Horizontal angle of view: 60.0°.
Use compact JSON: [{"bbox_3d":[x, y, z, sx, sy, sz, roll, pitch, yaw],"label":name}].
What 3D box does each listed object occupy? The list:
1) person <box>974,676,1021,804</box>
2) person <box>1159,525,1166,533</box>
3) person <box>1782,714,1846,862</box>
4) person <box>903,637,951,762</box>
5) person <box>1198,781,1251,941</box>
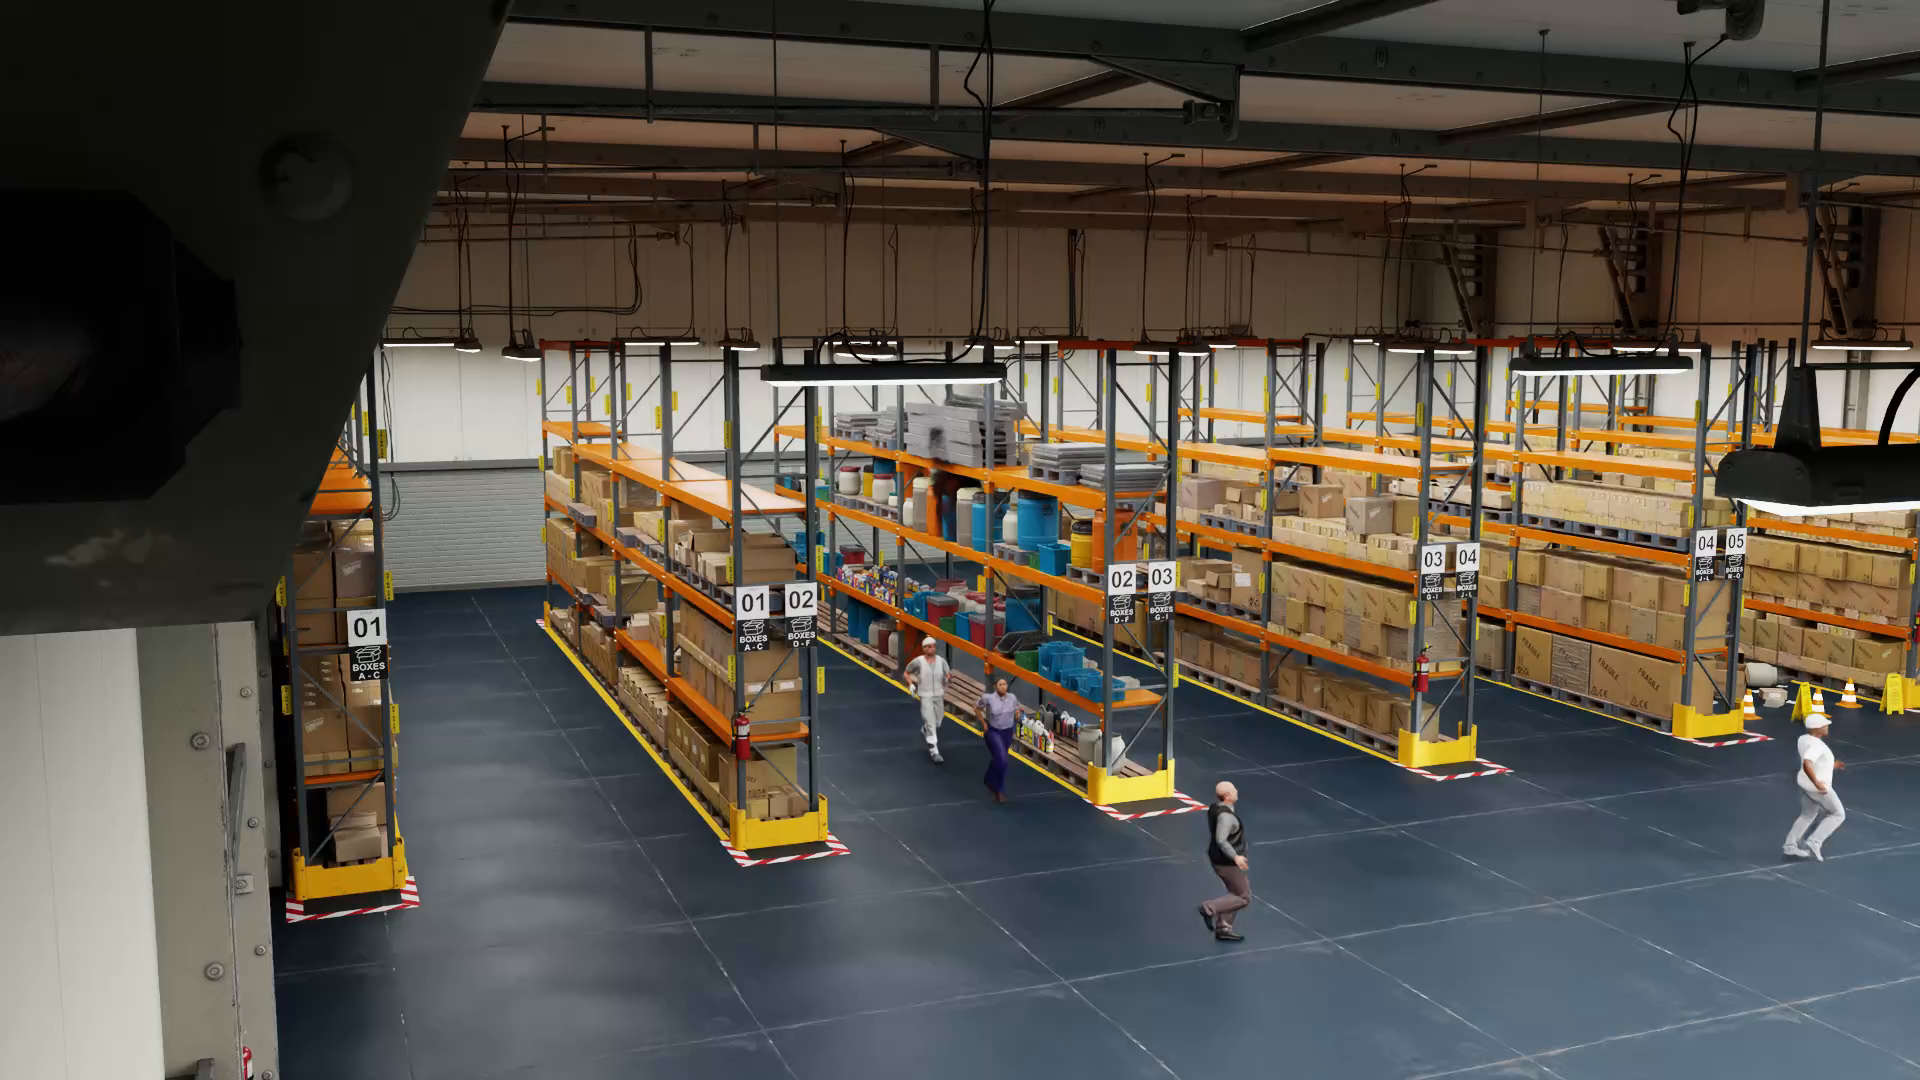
[{"bbox_3d":[0.535,2.654,22.247,0.574,1.719,0.754,-5,9,-32],"label":"person"},{"bbox_3d":[5.083,0.164,41.544,0.542,1.547,0.602,-4,9,-31],"label":"person"},{"bbox_3d":[10.117,2.918,19.608,0.688,1.756,0.675,0,7,2],"label":"person"},{"bbox_3d":[-0.438,2.288,24.265,0.666,1.768,0.979,-4,8,-25],"label":"person"},{"bbox_3d":[2.715,3.300,17.073,0.585,1.683,0.660,-1,7,-4],"label":"person"}]
